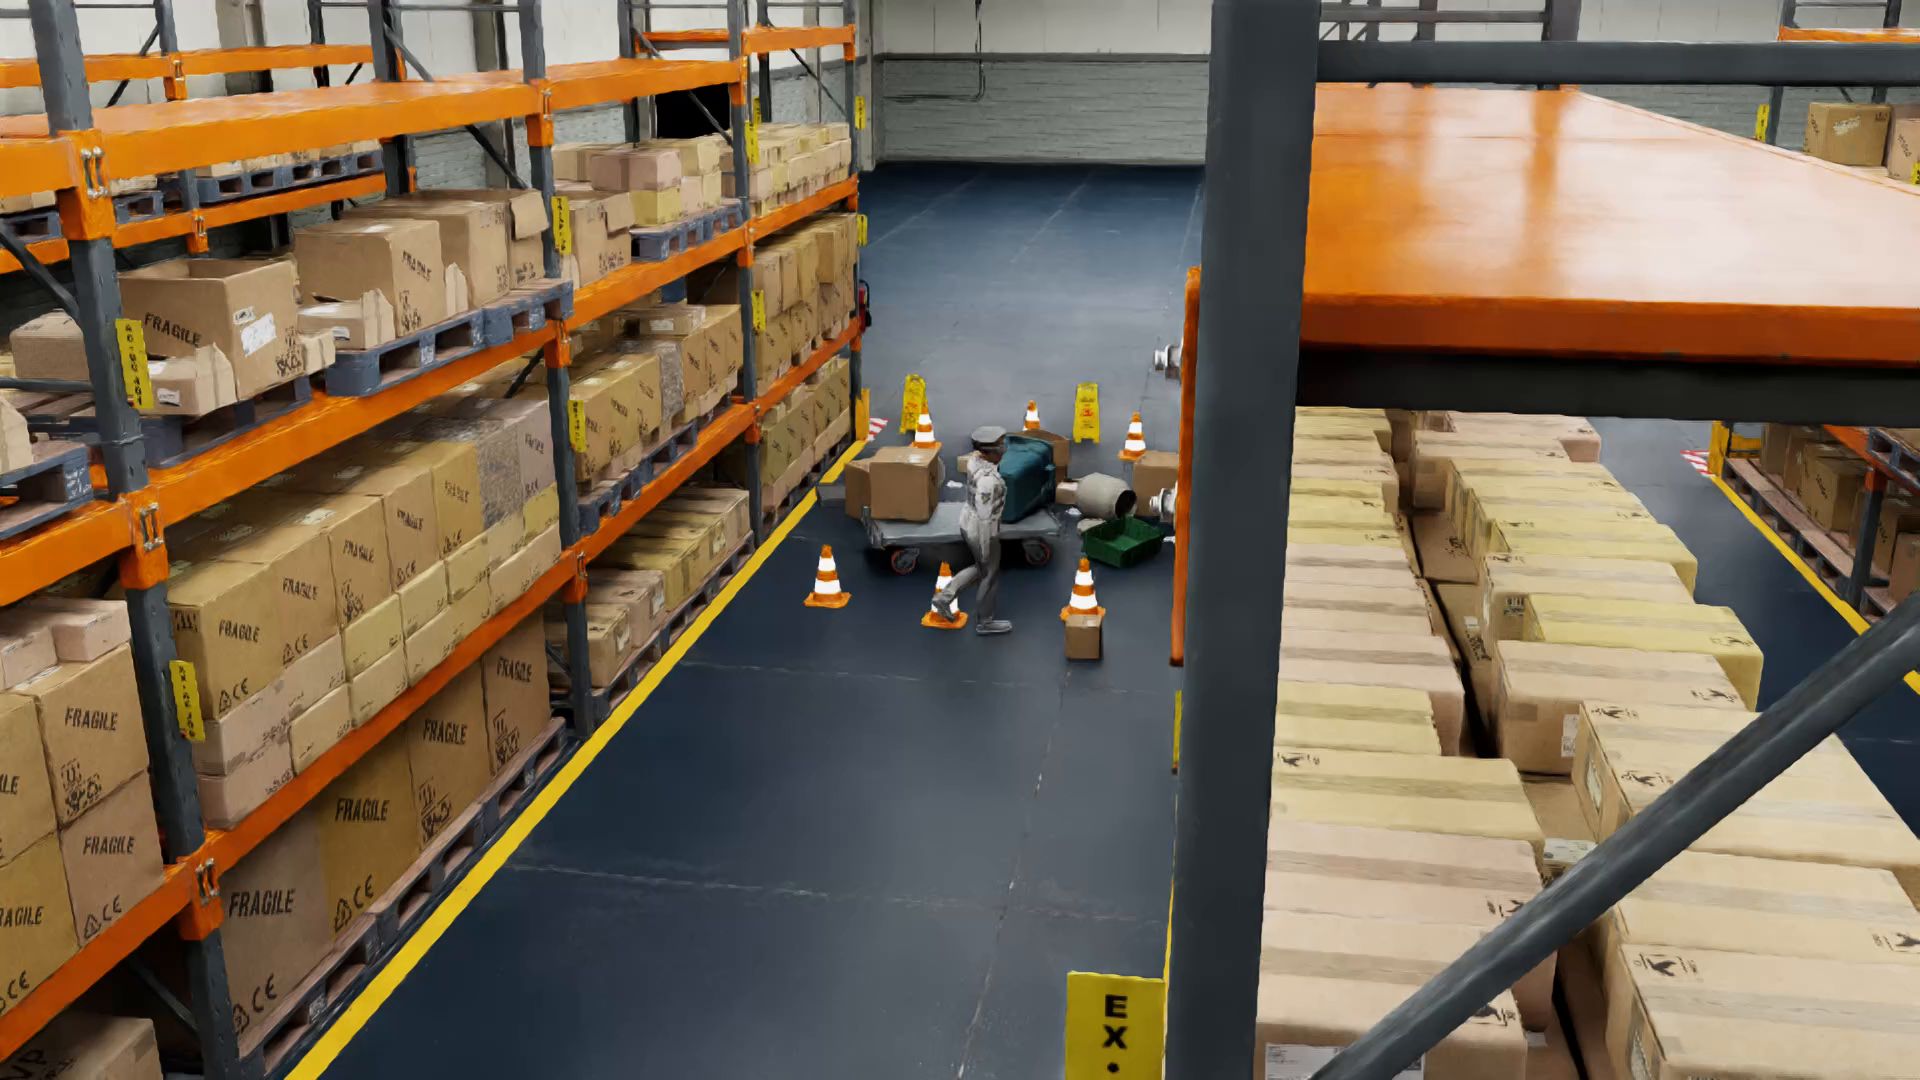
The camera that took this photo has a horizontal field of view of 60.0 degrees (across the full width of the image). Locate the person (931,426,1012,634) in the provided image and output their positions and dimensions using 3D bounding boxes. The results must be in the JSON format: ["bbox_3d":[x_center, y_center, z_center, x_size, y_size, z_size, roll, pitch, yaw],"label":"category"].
[{"bbox_3d":[0.119,-0.046,12.212,0.634,1.638,0.517,-4,19,-14],"label":"person"}]
